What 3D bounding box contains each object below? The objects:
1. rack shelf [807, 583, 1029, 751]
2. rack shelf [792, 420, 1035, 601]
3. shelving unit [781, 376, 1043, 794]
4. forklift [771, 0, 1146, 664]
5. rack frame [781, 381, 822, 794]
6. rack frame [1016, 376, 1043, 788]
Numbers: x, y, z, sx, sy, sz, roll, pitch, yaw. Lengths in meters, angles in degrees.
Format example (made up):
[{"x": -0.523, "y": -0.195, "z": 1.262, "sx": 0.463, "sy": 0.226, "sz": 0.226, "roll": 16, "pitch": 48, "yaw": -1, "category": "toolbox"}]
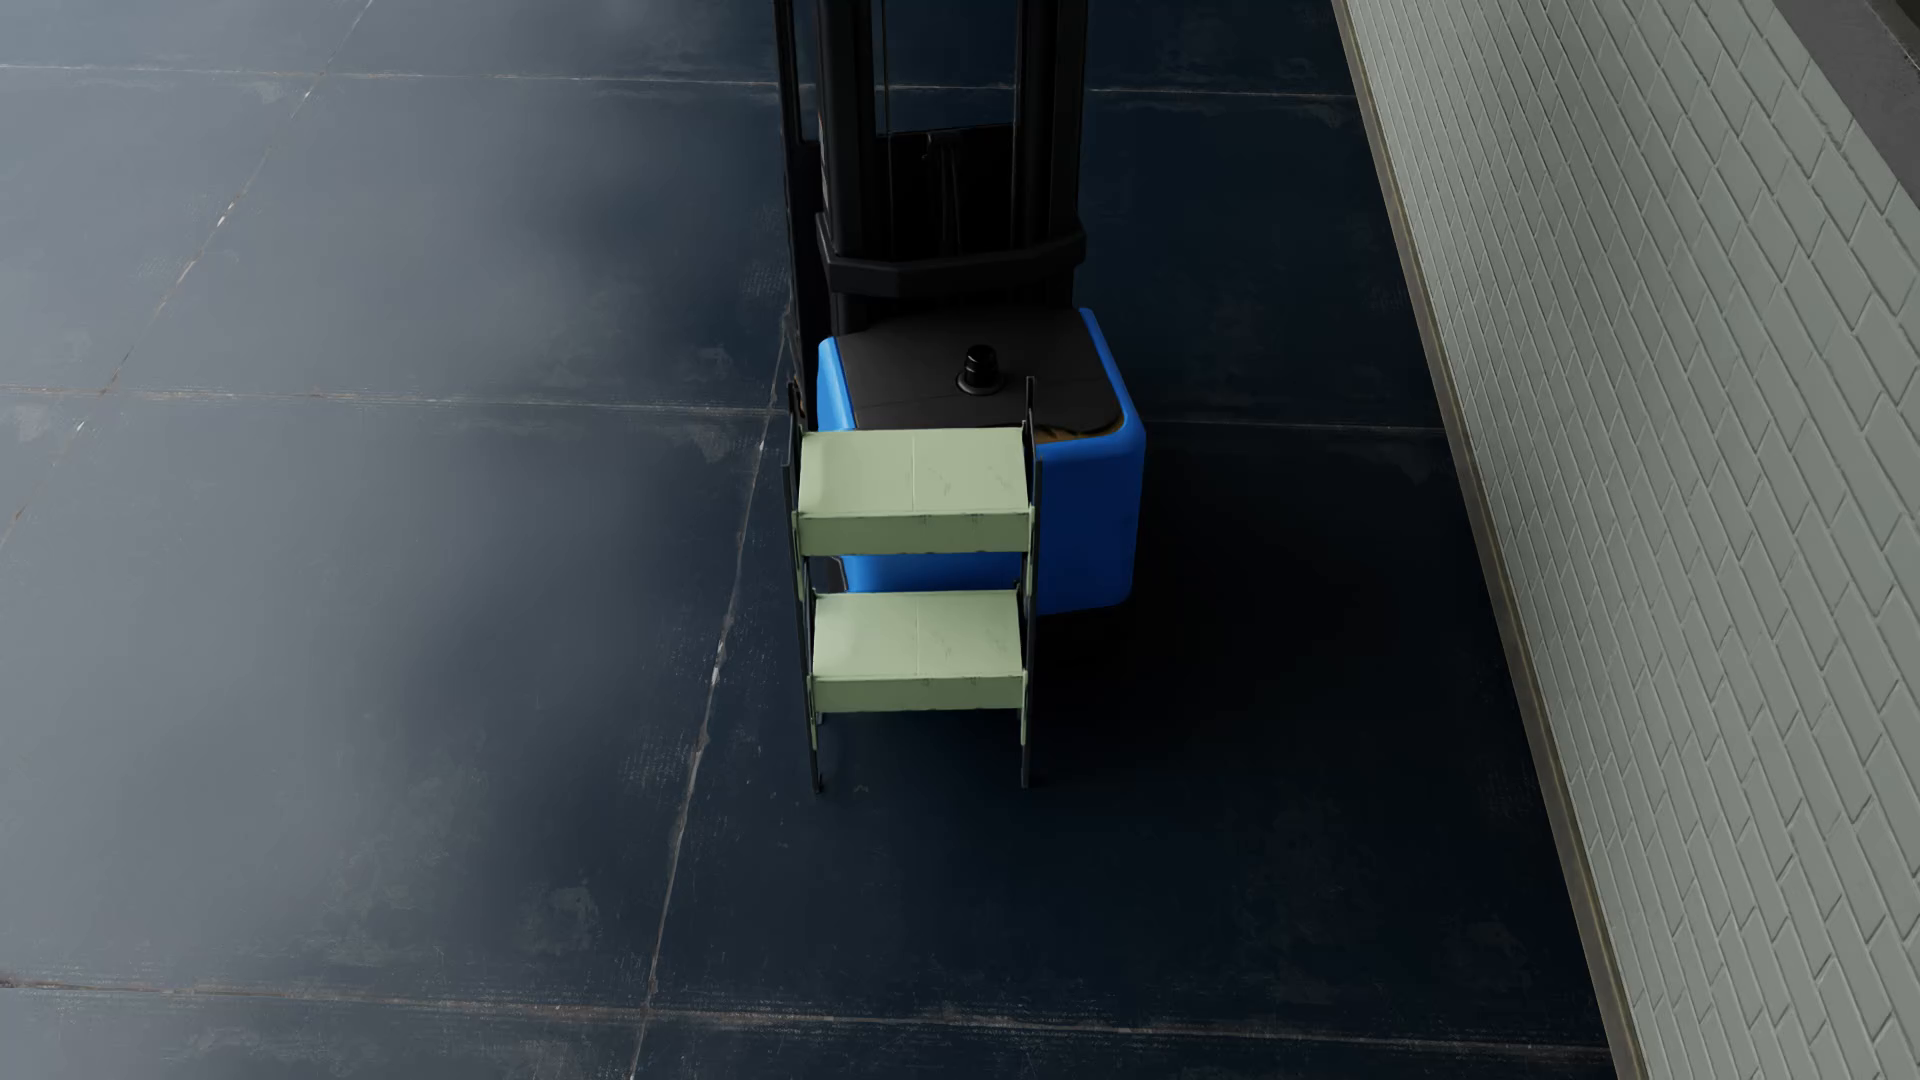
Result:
[{"x": -0.143, "y": 0.430, "z": 5.666, "sx": 0.720, "sy": 0.370, "sz": 0.431, "roll": -1, "pitch": 43, "yaw": -1, "category": "rack shelf"}, {"x": -0.143, "y": -0.094, "z": 5.178, "sx": 0.720, "sy": 0.370, "sz": 0.431, "roll": -1, "pitch": 43, "yaw": -1, "category": "rack shelf"}, {"x": -0.143, "y": 0.192, "z": 5.444, "sx": 0.755, "sy": 1.500, "sz": 0.431, "roll": -1, "pitch": 43, "yaw": -1, "category": "shelving unit"}, {"x": -0.147, "y": -1.554, "z": 6.268, "sx": 1.130, "sy": 2.935, "sz": 3.031, "roll": -8, "pitch": 44, "yaw": -8, "category": "forklift"}, {"x": -0.509, "y": 0.200, "z": 5.435, "sx": 0.023, "sy": 1.500, "sz": 0.400, "roll": -1, "pitch": 43, "yaw": -1, "category": "rack frame"}, {"x": 0.223, "y": 0.184, "z": 5.452, "sx": 0.023, "sy": 1.500, "sz": 0.400, "roll": -1, "pitch": 43, "yaw": -1, "category": "rack frame"}]
